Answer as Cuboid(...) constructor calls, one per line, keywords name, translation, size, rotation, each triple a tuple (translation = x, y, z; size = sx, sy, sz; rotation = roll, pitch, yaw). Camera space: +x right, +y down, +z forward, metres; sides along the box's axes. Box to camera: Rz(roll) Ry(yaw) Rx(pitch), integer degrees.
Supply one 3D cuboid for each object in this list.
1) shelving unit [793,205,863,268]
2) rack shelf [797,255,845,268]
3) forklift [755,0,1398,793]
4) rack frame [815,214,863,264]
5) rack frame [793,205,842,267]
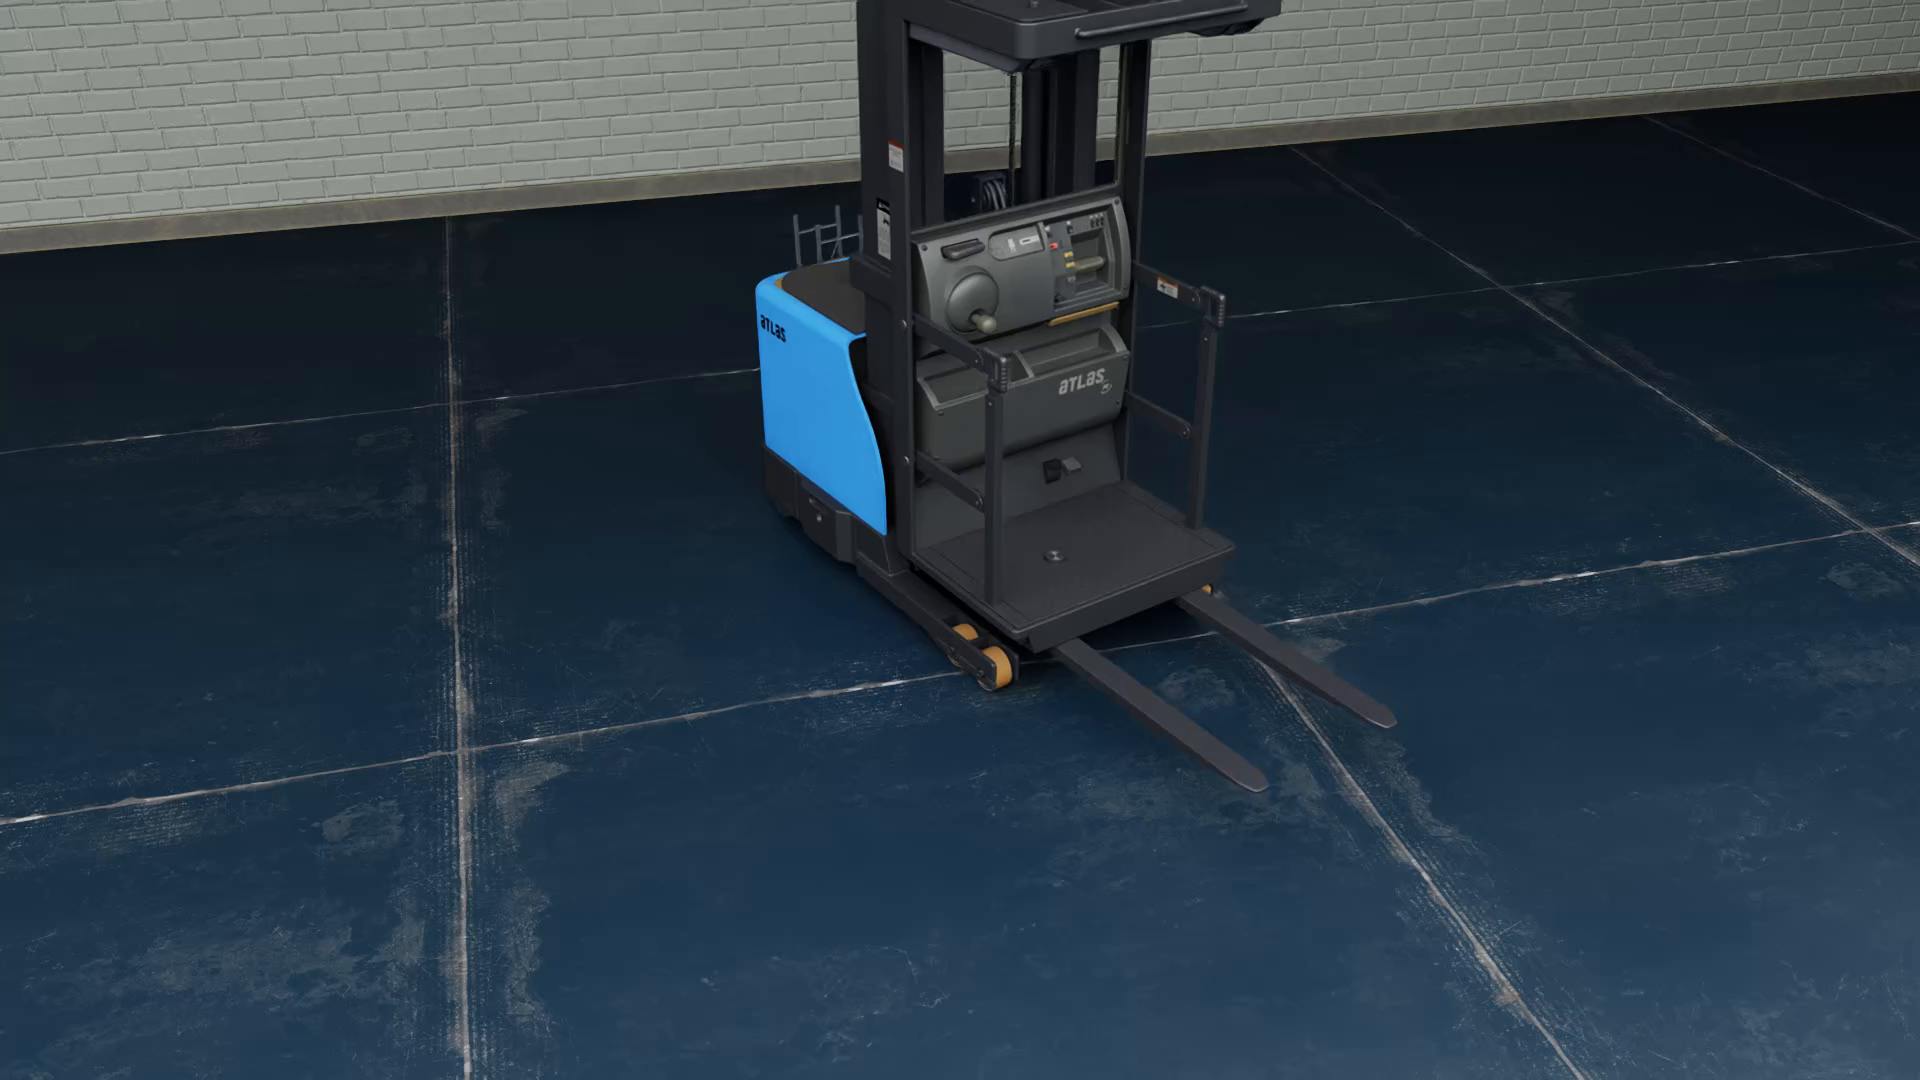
Cuboid(name="shelving unit", translation=(-0.569, -0.903, 7.605), size=(0.258, 1.200, 0.189), rotation=(-20, 33, -31))
Cuboid(name="rack shelf", translation=(-0.576, -1.181, 7.456), size=(0.258, 0.103, 0.180), rotation=(-20, 33, -31))
Cuboid(name="forklift", translation=(0.372, -0.975, 6.009), size=(1.130, 2.935, 3.031), rotation=(-19, 35, -30))
Cuboid(name="rack frame", translation=(-0.514, -0.869, 7.540), size=(0.240, 1.200, 0.006), rotation=(-20, 33, -31))
Cuboid(name="rack frame", translation=(-0.623, -0.936, 7.671), size=(0.240, 1.200, 0.006), rotation=(-20, 33, -31))
